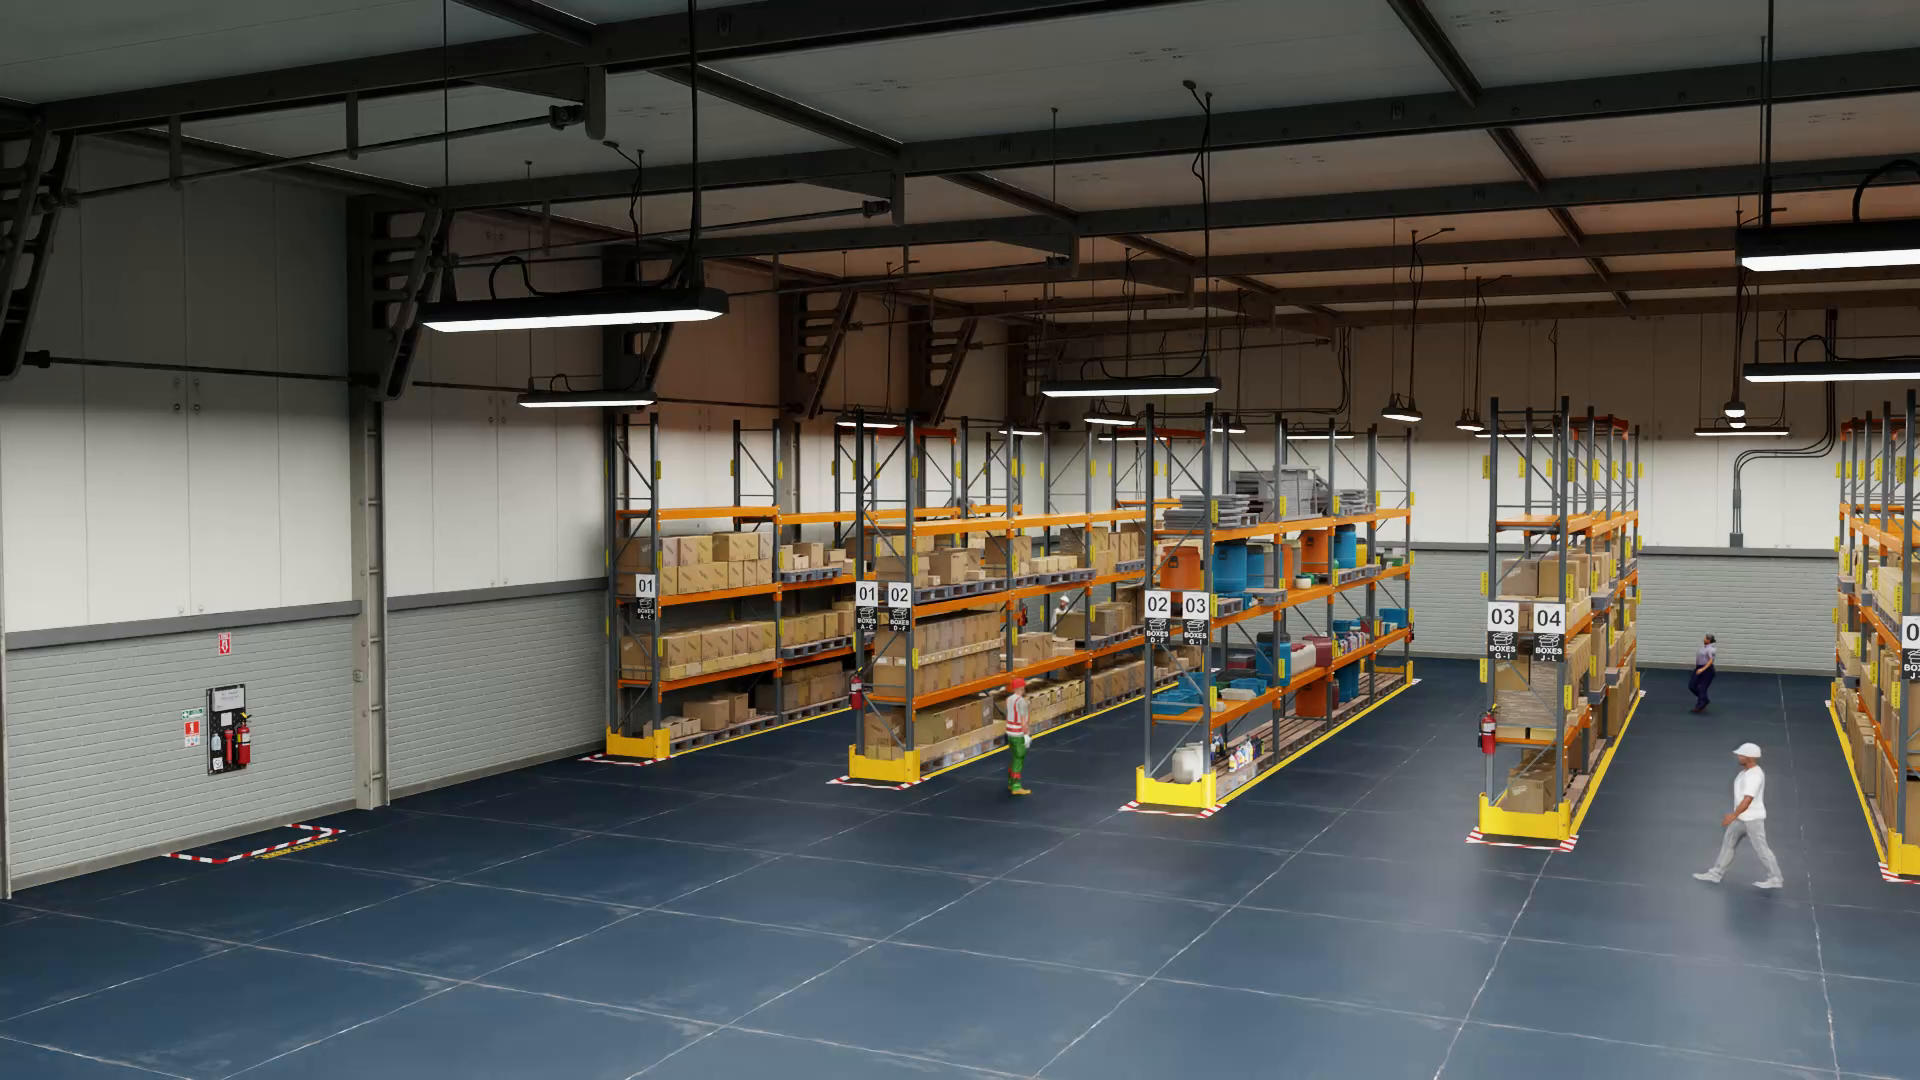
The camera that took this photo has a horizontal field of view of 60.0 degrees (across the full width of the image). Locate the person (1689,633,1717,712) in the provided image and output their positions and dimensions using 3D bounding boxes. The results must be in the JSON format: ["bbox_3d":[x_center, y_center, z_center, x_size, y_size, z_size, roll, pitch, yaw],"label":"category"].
[{"bbox_3d":[15.385,2.744,34.467,0.575,1.632,0.574,-1,2,-14],"label":"person"}]

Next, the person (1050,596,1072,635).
[{"bbox_3d":[2.645,2.335,43.195,0.593,1.724,0.951,1,2,15],"label":"person"}]

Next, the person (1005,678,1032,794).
[{"bbox_3d":[0.934,3.044,25.725,0.410,1.825,0.622,-1,3,-25],"label":"person"}]

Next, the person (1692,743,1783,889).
[{"bbox_3d":[9.312,3.278,19.824,0.959,1.720,0.562,0,2,10],"label":"person"}]
